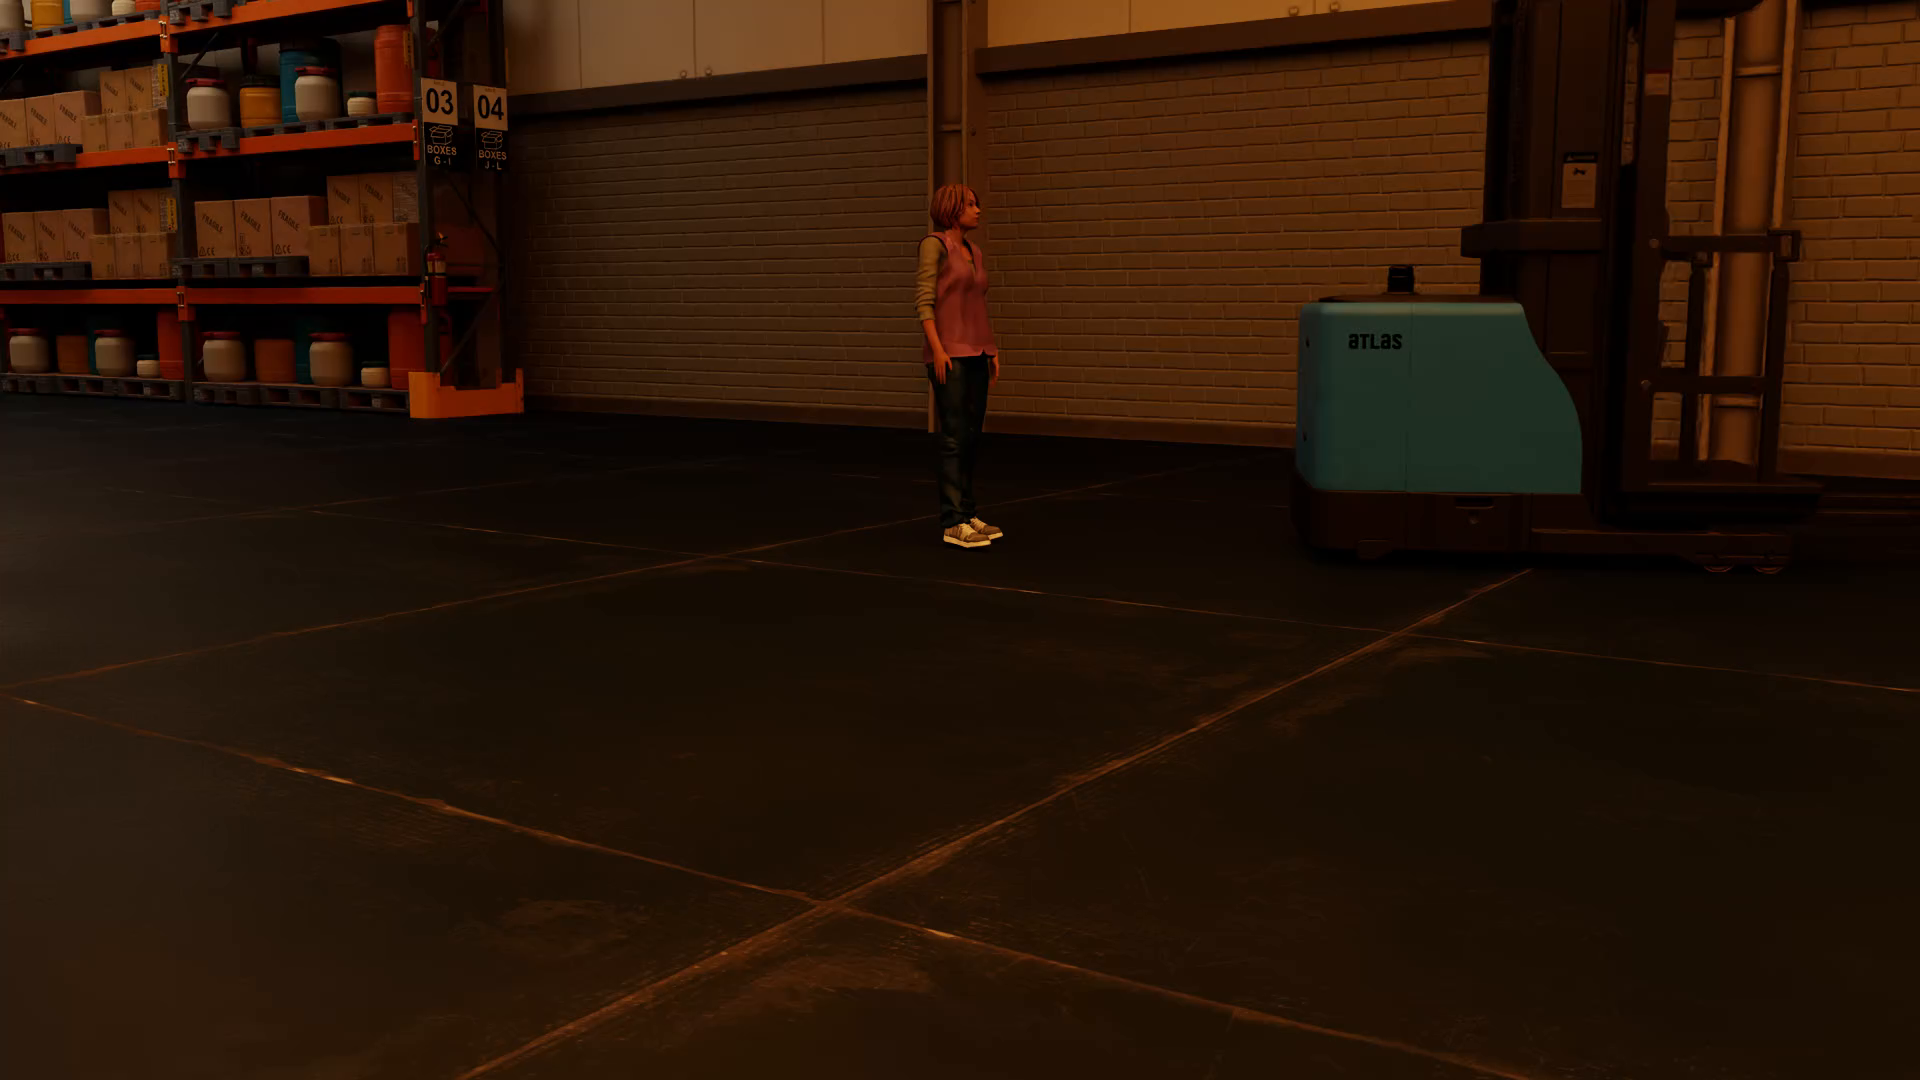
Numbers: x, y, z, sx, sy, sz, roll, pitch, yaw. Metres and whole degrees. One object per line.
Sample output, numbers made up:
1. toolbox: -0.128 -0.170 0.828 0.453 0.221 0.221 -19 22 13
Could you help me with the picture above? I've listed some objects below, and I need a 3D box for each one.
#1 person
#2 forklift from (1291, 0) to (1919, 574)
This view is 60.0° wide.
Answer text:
1. person: 0.054 -0.790 7.438 0.473 1.599 0.521 5 10 34
2. forklift: 3.007 -1.394 6.996 3.031 2.935 1.130 1 8 6
